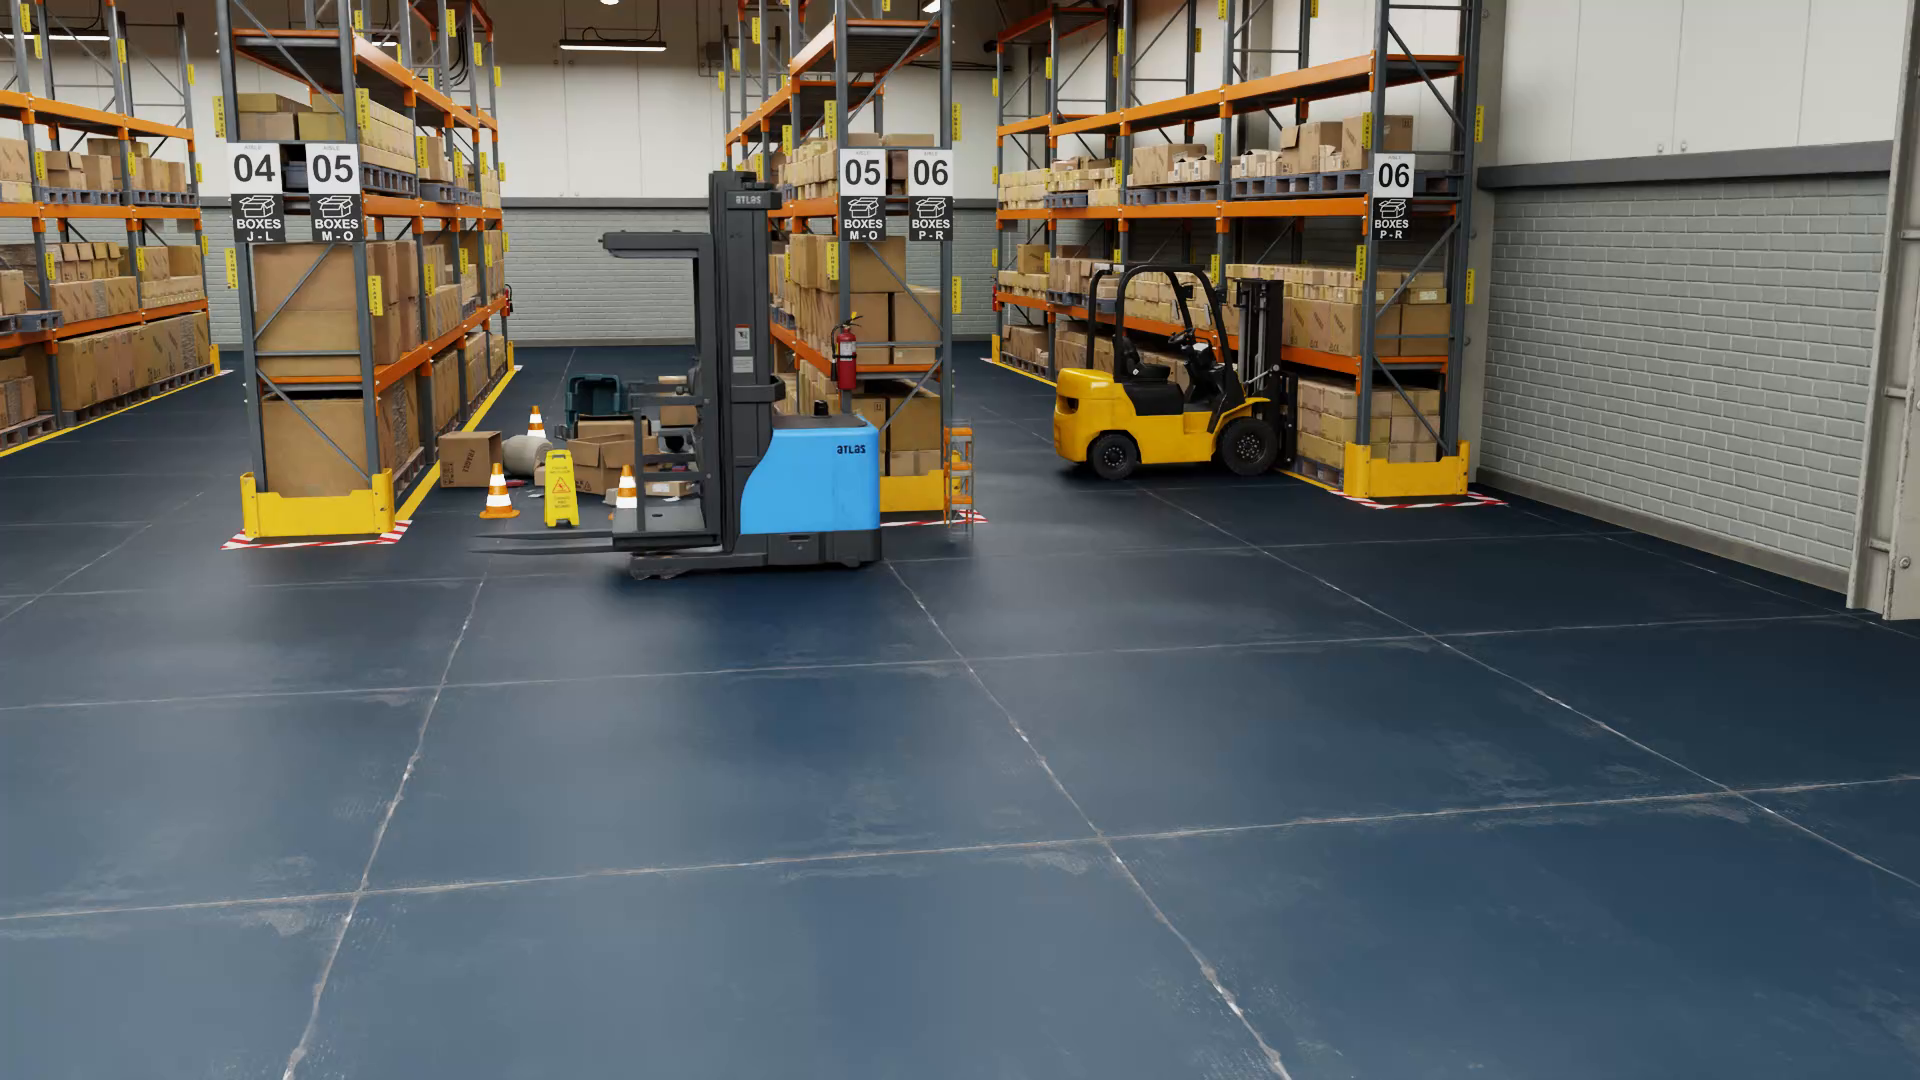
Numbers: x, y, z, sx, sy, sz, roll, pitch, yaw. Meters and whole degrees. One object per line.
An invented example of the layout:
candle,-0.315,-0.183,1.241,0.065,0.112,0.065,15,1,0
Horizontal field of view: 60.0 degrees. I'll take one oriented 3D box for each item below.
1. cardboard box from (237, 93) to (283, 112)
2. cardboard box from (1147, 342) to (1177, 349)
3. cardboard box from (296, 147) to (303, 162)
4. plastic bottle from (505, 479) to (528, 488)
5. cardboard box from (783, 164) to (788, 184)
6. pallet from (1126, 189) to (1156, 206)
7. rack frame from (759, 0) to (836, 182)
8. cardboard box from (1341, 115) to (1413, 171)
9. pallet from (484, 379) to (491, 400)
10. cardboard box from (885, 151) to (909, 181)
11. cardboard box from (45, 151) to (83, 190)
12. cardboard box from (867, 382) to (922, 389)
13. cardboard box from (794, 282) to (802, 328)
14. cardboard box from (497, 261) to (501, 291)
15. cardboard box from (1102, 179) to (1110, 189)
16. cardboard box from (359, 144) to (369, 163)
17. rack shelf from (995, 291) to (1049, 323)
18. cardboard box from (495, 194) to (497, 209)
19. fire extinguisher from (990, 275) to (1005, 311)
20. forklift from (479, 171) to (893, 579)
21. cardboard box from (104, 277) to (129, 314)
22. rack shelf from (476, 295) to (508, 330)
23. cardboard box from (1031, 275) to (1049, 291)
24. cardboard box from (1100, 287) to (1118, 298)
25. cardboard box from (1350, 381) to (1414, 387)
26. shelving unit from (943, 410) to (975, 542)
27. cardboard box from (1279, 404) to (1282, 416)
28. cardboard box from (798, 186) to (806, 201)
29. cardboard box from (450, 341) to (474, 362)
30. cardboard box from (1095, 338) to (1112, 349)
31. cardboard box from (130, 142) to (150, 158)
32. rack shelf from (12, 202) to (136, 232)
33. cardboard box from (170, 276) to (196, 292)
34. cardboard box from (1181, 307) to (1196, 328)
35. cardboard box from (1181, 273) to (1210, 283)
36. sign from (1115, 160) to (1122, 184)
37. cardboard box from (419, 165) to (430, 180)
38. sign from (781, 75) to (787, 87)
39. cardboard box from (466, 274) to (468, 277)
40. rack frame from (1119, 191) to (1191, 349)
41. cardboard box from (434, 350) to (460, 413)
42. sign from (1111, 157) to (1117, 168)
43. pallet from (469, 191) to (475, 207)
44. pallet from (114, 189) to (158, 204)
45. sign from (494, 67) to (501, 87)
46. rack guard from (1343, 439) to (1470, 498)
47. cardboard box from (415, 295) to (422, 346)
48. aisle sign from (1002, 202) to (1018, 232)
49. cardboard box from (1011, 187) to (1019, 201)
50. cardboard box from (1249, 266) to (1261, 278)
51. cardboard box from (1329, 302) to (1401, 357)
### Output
cardboard box,-5.806,-3.596,13.693,0.380,0.149,0.250,-2,11,-10
cardboard box,2.944,-2.800,24.213,0.380,0.149,0.250,-2,11,-8
cardboard box,-5.952,-3.343,14.497,0.380,0.149,0.250,-2,11,-10
plastic bottle,-4.440,-0.561,16.480,0.283,0.061,0.133,-6,13,-31
cardboard box,-1.803,-4.461,20.811,0.797,0.503,0.637,-2,11,-11
pallet,2.960,-4.656,22.618,1.213,0.211,1.003,-2,11,-8
rack frame,-2.128,-6.162,22.005,1.000,3.000,0.127,-2,11,-11
cardboard box,3.971,-3.779,15.850,0.500,0.500,0.500,-2,11,-9
pallet,-7.589,-2.237,24.888,1.003,0.211,1.213,-2,11,-11
cardboard box,-0.408,-3.396,15.098,0.500,0.250,0.500,-2,11,-12
cardboard box,-12.267,-4.959,22.307,0.797,0.503,0.637,-2,11,-12
cardboard box,-0.658,-1.322,16.845,0.500,0.500,0.500,-2,11,-10
cardboard box,-1.538,-2.586,18.197,0.500,0.500,0.500,-2,11,-11
cardboard box,-7.977,-4.419,27.826,0.500,0.500,0.500,-2,11,-11
cardboard box,2.287,-5.190,24.252,0.380,0.149,0.250,-2,11,-11
cardboard box,-5.160,-3.229,13.900,0.380,0.149,0.250,-2,11,-11
rack shelf,1.573,-4.143,29.366,1.077,0.370,4.000,-2,11,-11
cardboard box,-7.982,-5.625,27.606,0.500,0.250,0.500,-2,11,-9
fire extinguisher,0.702,-4.652,31.322,0.296,0.674,0.183,-2,11,-11
forklift,-2.077,-1.259,12.472,3.031,2.935,1.130,-2,11,-11
cardboard box,-12.178,-3.471,23.640,0.500,0.500,0.500,-2,11,-9
rack shelf,-8.131,-3.763,27.371,1.077,0.370,4.000,-2,11,-11
cardboard box,1.512,-4.378,28.282,0.500,0.250,0.500,-2,11,-11
cardboard box,2.236,-3.586,24.061,0.380,0.149,0.250,-2,11,-10
cardboard box,4.288,-1.462,16.913,0.500,0.250,0.500,-2,11,-11
shelving unit,-0.010,-0.526,13.650,0.215,1.050,0.252,-2,11,-11
cardboard box,3.593,-1.386,17.851,0.500,0.250,0.500,-2,11,-11
cardboard box,-1.536,-3.715,17.843,0.380,0.149,0.250,-2,11,-11
cardboard box,-6.959,-2.591,22.846,0.500,0.250,0.500,-2,11,-12
cardboard box,2.248,-2.969,25.101,0.380,0.149,0.250,-2,11,-12
cardboard box,-13.022,-6.097,26.024,0.500,0.250,0.500,-2,11,-13
rack shelf,-12.238,-4.342,22.386,1.077,0.370,4.000,-2,11,-11
cardboard box,-12.952,-4.222,27.462,0.500,0.250,0.500,-2,11,-12
cardboard box,3.060,-2.764,20.596,0.500,0.250,0.500,-2,11,-11
cardboard box,2.999,-3.272,20.863,0.380,0.149,0.250,-2,11,-12
sign,2.208,-5.104,23.087,0.100,0.325,0.005,-2,11,-11
cardboard box,-6.342,-4.297,19.195,0.396,0.266,0.258,-2,11,-11
sign,-3.149,-8.144,29.709,0.100,0.325,0.005,-2,11,-11
cardboard box,-7.219,-3.820,23.700,0.380,0.149,0.250,-3,11,-14
rack frame,2.740,-3.396,23.517,1.000,3.000,0.127,-2,11,-11
cardboard box,-6.934,-2.003,21.089,1.050,0.750,0.750,-2,11,-12
sign,2.506,-6.072,27.116,0.100,0.325,0.005,-2,11,-11
pallet,-7.521,-4.824,23.500,1.213,0.211,1.003,-2,11,-11
pallet,-12.776,-5.169,25.045,1.003,0.211,1.213,-2,11,-11
sign,-7.971,-7.984,28.654,0.100,0.325,0.005,-2,11,-11
rack guard,4.301,-0.697,16.019,1.175,0.500,0.348,-2,11,-11
cardboard box,-6.102,-2.289,17.301,0.875,0.550,0.550,-2,11,-11
aisle sign,0.883,-6.142,30.993,0.394,0.787,0.004,-2,11,-11
cardboard box,1.209,-6.131,29.471,0.500,0.250,0.500,-2,11,-13
cardboard box,3.436,-2.965,18.455,0.380,0.149,0.250,-2,11,-10
cardboard box,3.943,-2.059,16.223,0.500,0.500,0.500,-2,11,-12
